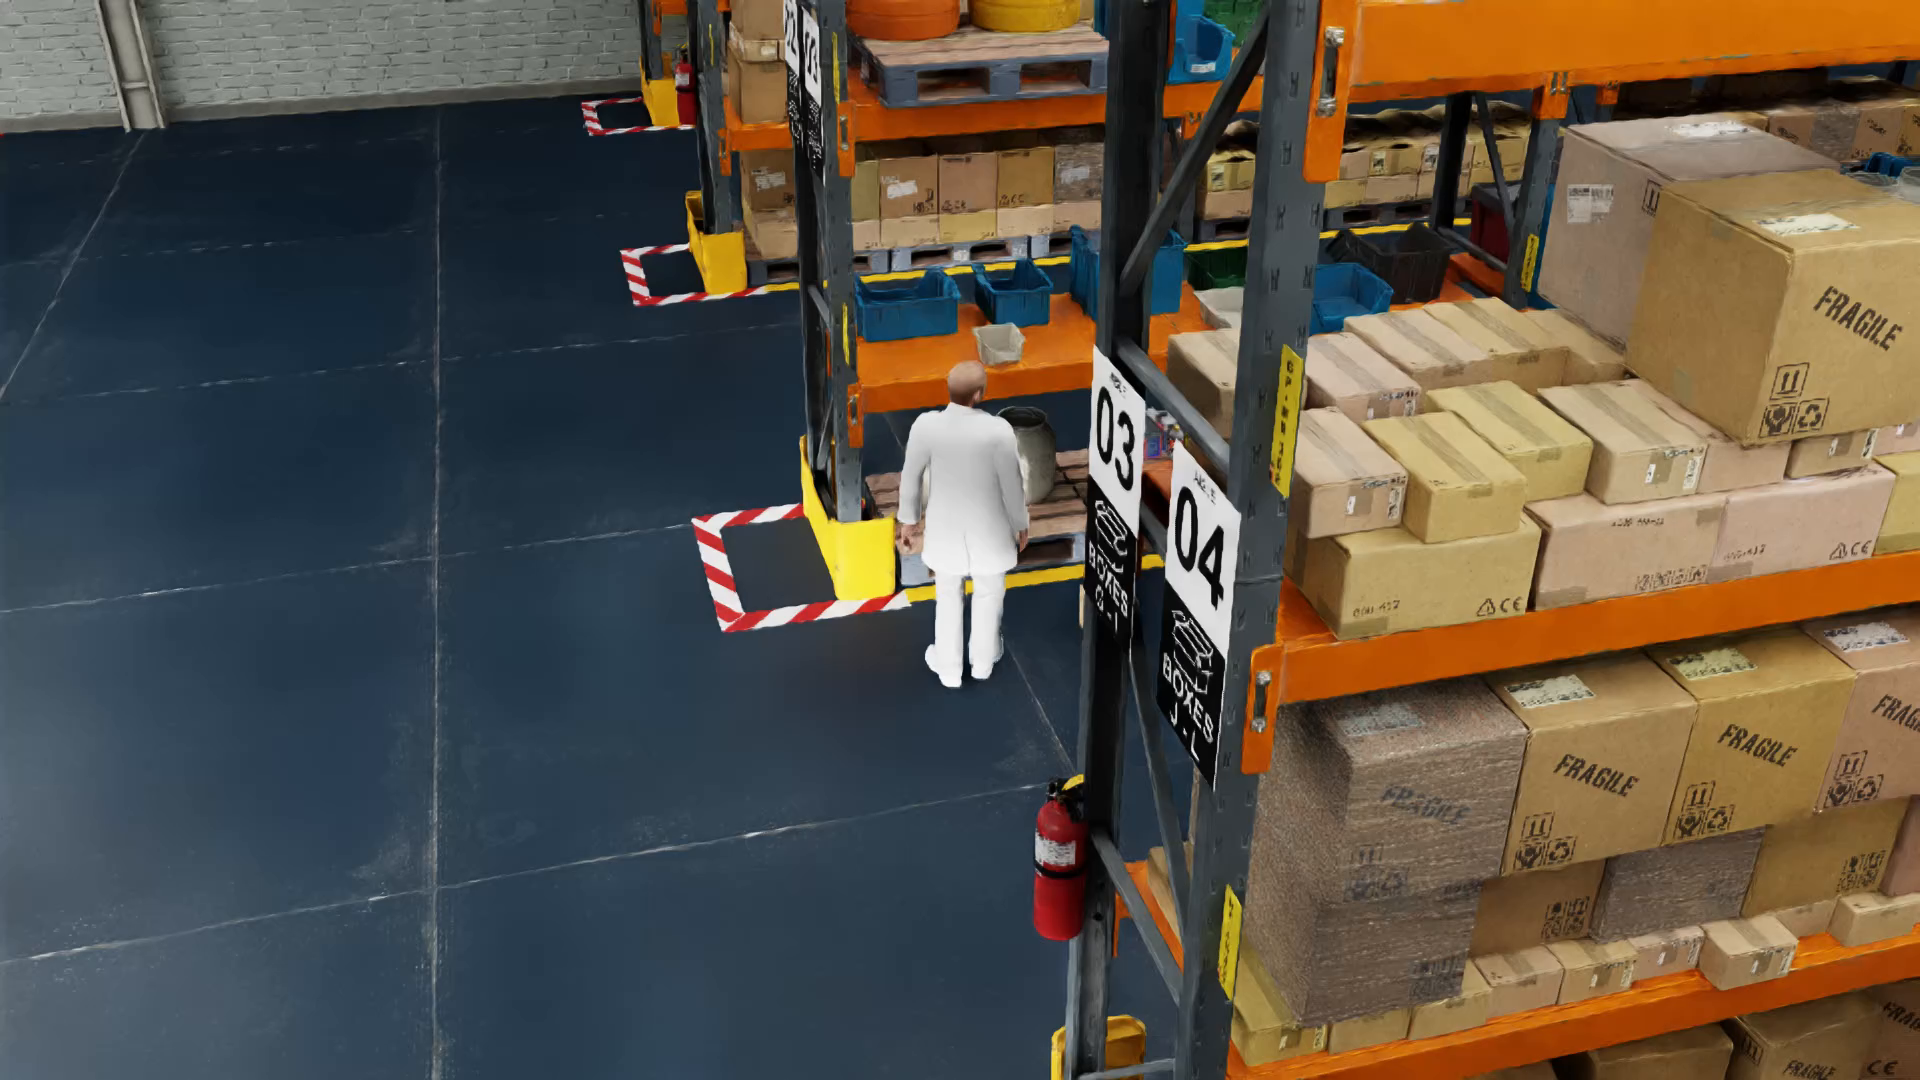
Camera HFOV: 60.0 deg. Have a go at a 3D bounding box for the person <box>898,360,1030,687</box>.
[{"bbox_3d":[0.032,-0.107,8.395,0.672,1.783,0.478,6,30,10],"label":"person"}]
